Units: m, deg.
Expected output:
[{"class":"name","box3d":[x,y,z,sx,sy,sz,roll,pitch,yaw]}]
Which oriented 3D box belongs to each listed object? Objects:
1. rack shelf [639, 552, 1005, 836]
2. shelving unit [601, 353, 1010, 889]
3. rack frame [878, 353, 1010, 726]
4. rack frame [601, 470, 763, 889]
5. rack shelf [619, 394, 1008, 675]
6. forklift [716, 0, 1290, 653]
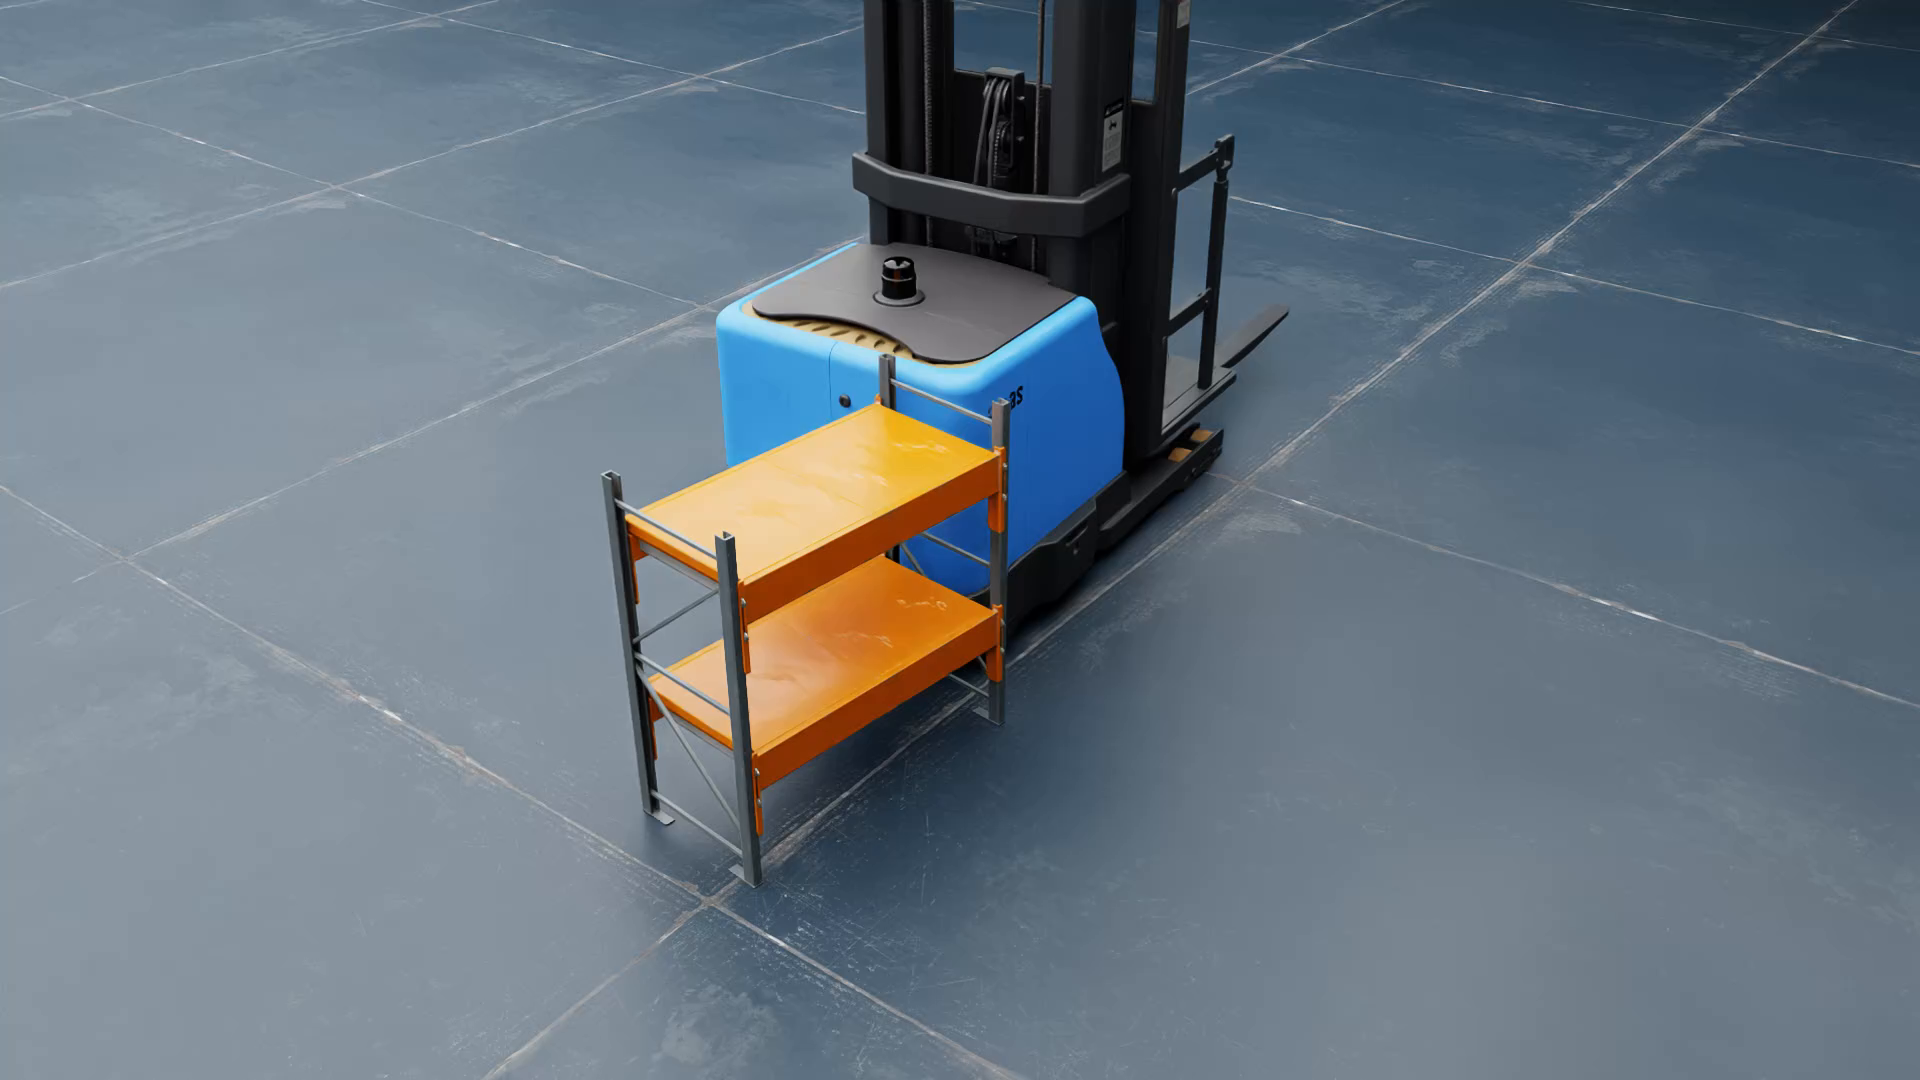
[{"class":"rack shelf","box3d":[-0.397,0.413,4.929,0.538,0.278,1.000,25,39,36]},{"class":"shelving unit","box3d":[-0.397,0.203,4.804,0.538,1.125,1.048,25,39,36]},{"class":"rack frame","box3d":[-0.051,0.013,5.125,0.500,1.125,0.032,25,39,36]},{"class":"rack frame","box3d":[-0.743,0.393,4.483,0.500,1.125,0.032,25,39,36]},{"class":"rack shelf","box3d":[-0.397,-0.049,4.655,0.538,0.278,1.000,25,39,36]},{"class":"forklift","box3d":[0.408,-1.579,6.039,1.130,2.935,3.031,18,35,28]}]
